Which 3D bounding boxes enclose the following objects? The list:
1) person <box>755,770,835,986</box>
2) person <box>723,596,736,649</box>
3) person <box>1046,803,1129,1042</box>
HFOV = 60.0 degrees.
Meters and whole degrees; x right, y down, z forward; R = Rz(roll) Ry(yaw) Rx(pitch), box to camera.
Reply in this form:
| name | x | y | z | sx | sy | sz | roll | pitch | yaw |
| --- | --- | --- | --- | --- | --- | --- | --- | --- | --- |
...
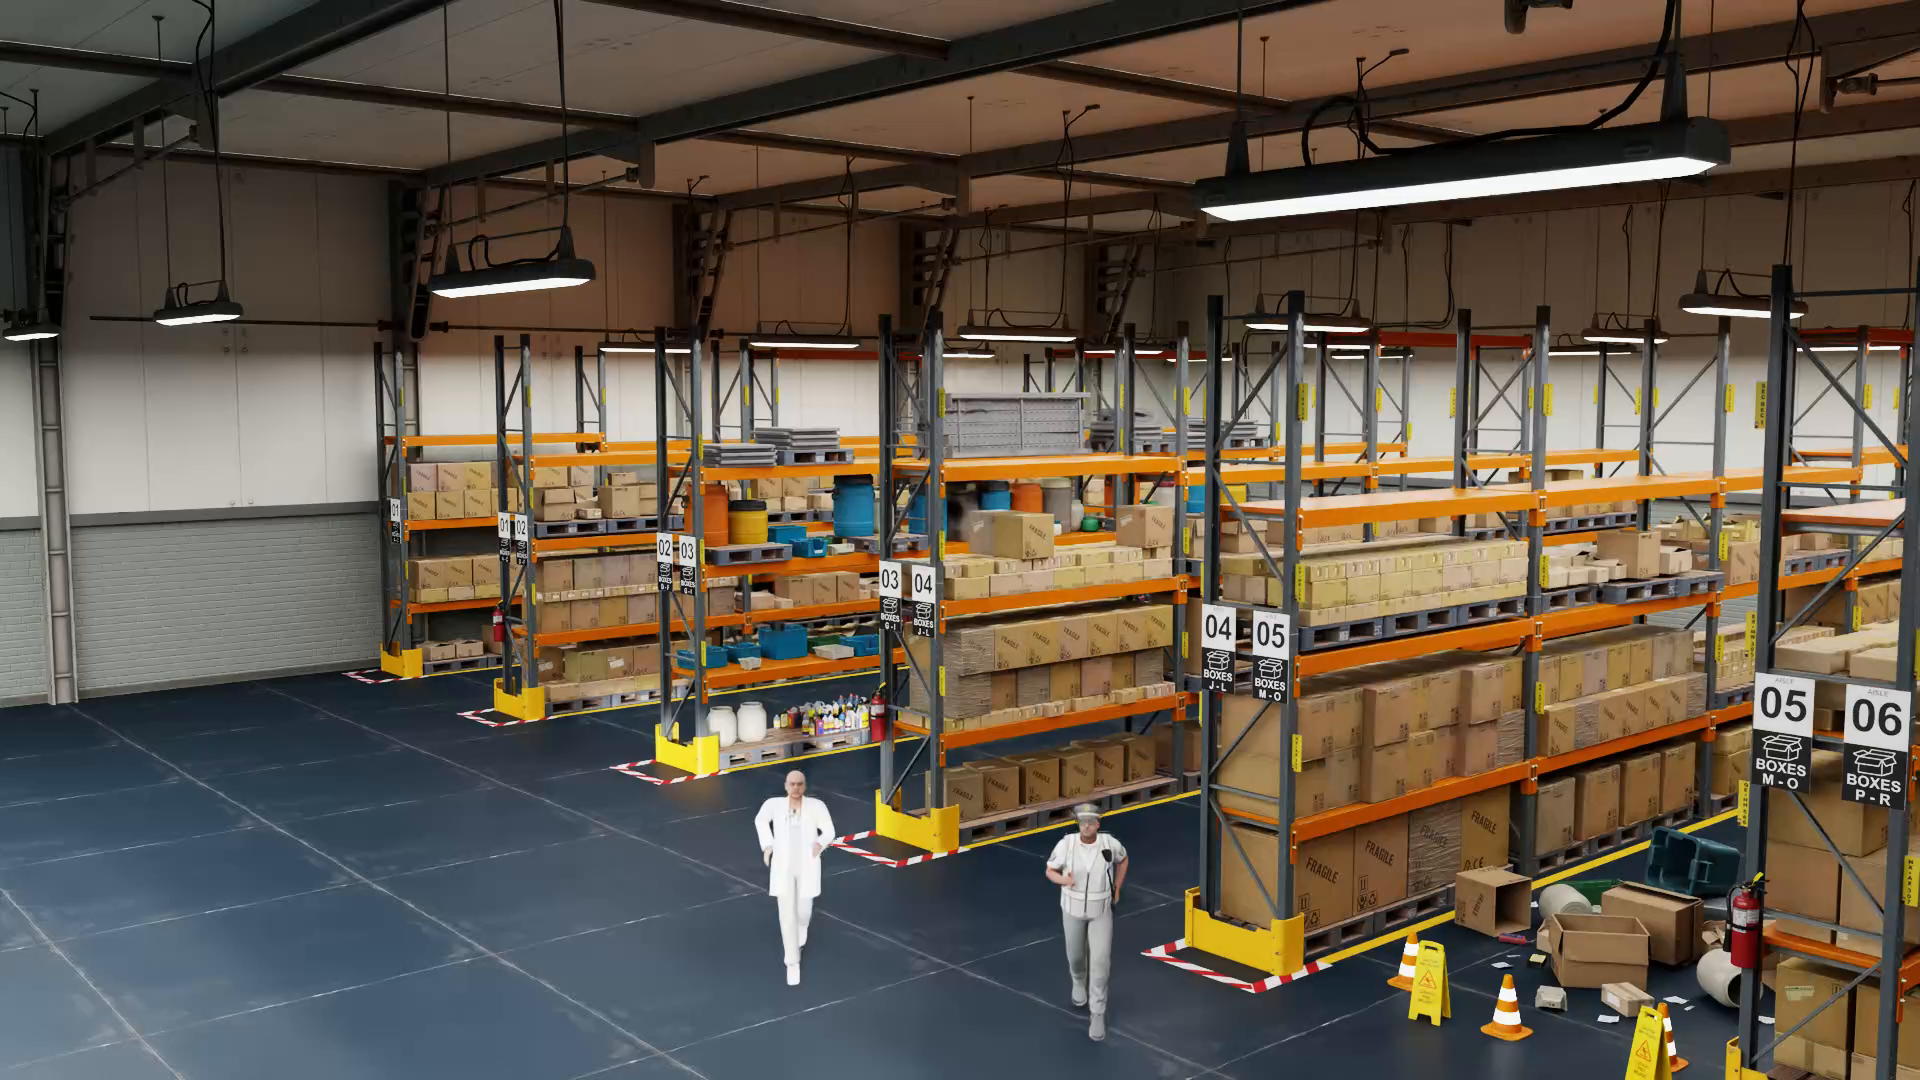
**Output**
| name | x | y | z | sx | sy | sz | roll | pitch | yaw |
| --- | --- | --- | --- | --- | --- | --- | --- | --- | --- |
| person | -1.467 | 2.933 | 14.816 | 0.710 | 1.788 | 1.034 | -1 | 5 | -6 |
| person | -4.297 | 1.540 | 30.631 | 0.600 | 1.681 | 0.841 | 5 | 7 | 42 |
| person | 1.027 | 3.029 | 13.555 | 0.662 | 1.820 | 0.918 | 1 | 5 | 9 |
